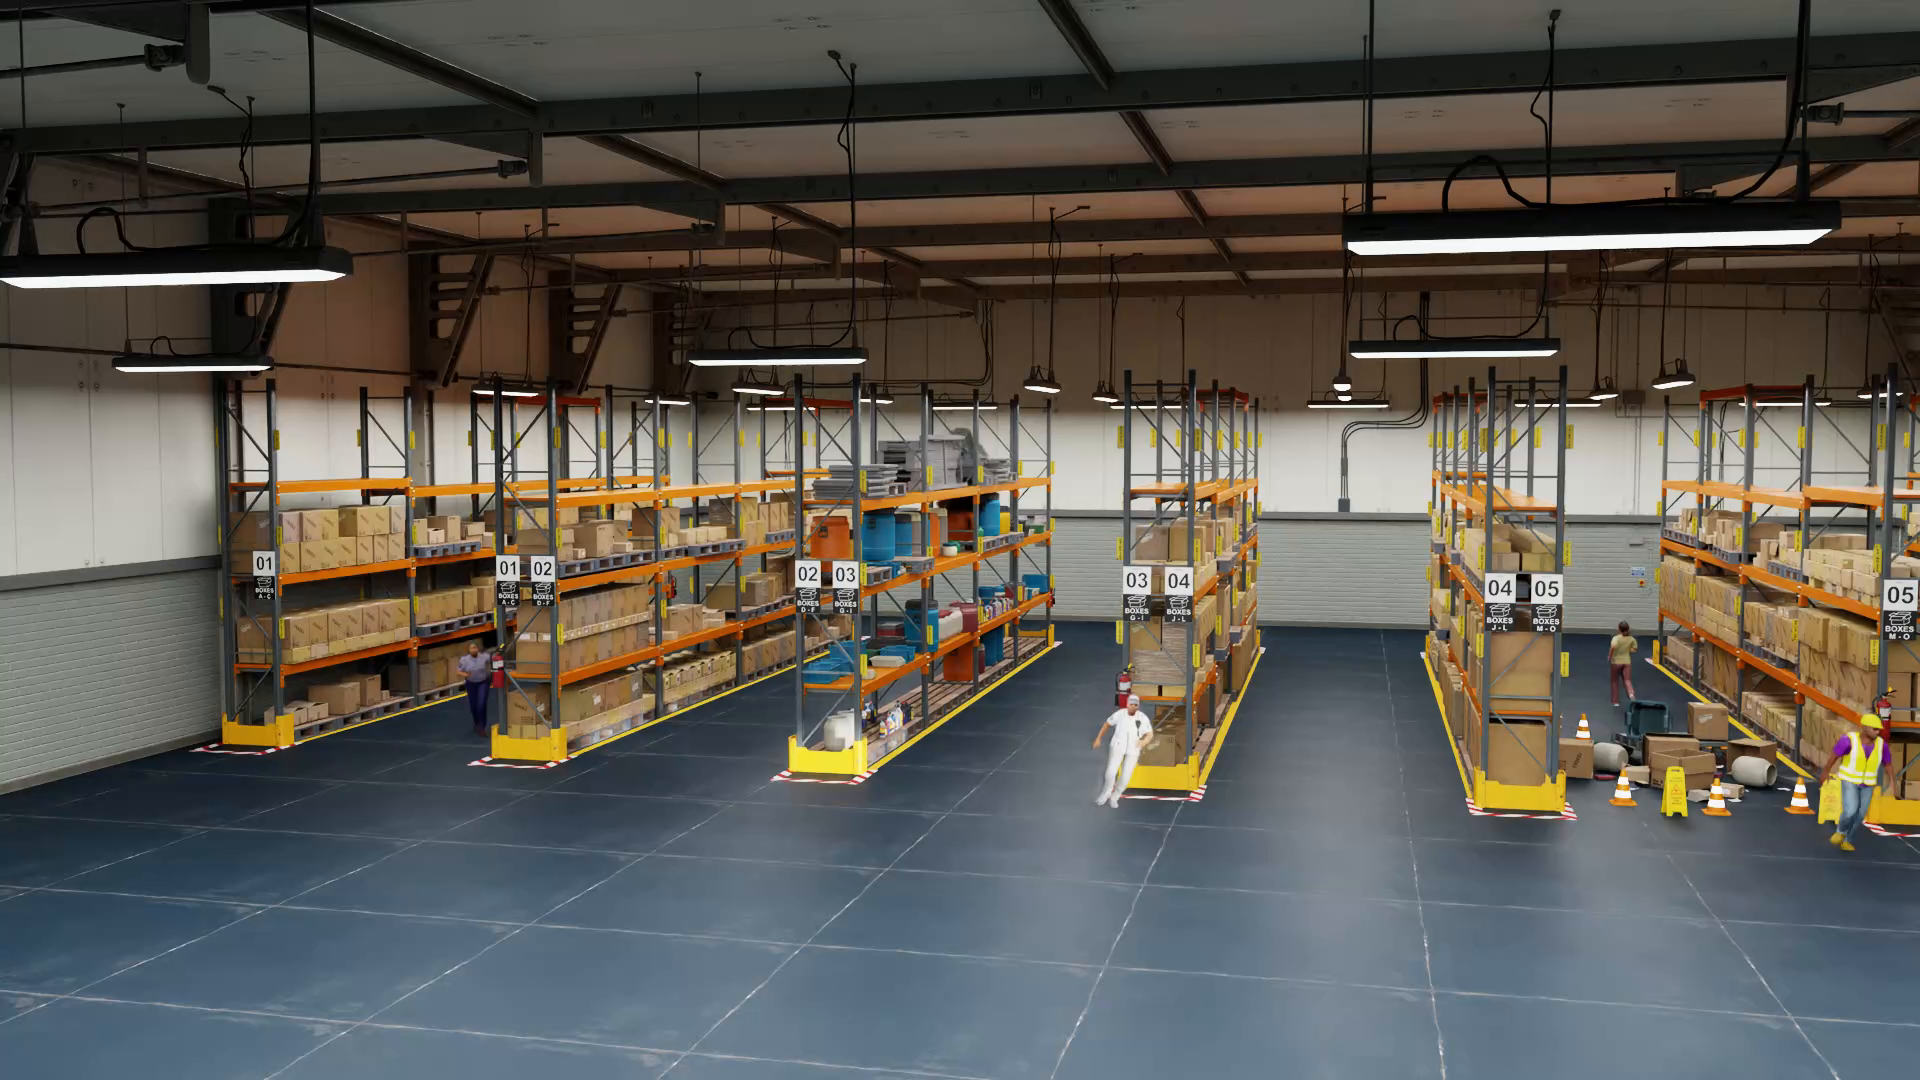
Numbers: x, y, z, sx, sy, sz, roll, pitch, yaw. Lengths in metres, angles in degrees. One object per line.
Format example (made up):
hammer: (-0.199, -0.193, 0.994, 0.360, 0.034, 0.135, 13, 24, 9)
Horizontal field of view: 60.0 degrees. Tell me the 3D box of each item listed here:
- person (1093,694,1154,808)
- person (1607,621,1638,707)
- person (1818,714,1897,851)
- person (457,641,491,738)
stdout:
person: (2.238, 2.892, 22.601, 0.774, 1.586, 0.634, 0, 3, -4)
person: (12.292, 2.319, 30.854, 0.574, 1.643, 0.903, 0, 3, 4)
person: (10.871, 2.934, 20.100, 0.697, 1.718, 0.672, 0, 3, 1)
person: (-8.210, 2.507, 28.283, 0.602, 1.629, 0.947, 0, 3, -7)
